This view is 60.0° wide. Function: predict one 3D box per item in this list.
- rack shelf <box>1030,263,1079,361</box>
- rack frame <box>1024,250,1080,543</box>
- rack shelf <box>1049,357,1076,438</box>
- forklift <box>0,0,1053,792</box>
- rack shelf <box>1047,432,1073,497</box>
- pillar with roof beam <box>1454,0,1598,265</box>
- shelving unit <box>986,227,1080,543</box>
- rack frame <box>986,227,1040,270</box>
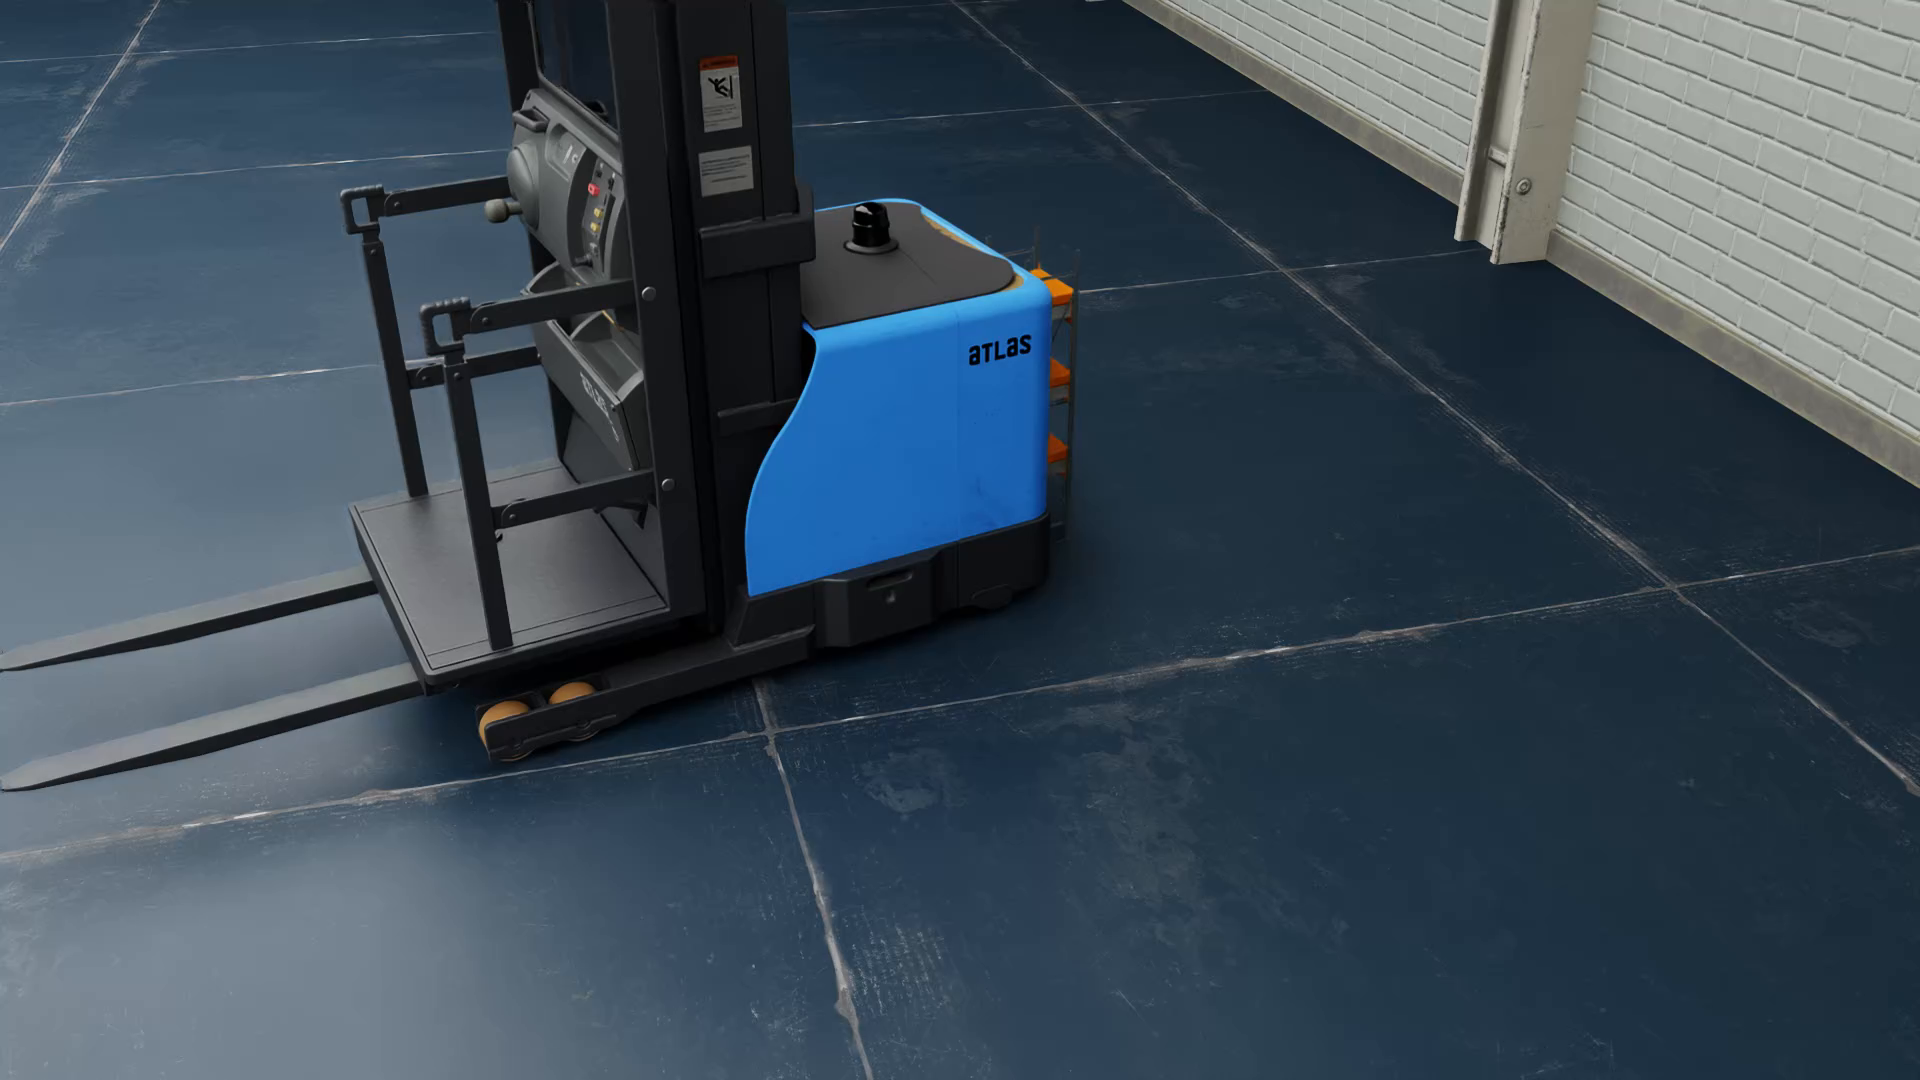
[{"bbox_3d":[0.230,-0.723,5.406,0.215,0.259,0.240,-15,33,-24],"label":"rack shelf"},{"bbox_3d":[0.288,-0.433,5.450,0.200,1.050,0.008,-15,33,-24],"label":"rack frame"},{"bbox_3d":[0.230,-0.478,5.548,0.215,0.259,0.240,-15,33,-24],"label":"rack shelf"},{"bbox_3d":[-1.253,-0.950,4.465,3.031,2.935,1.130,-15,33,-24],"label":"forklift"},{"bbox_3d":[0.230,-0.237,5.687,0.215,0.259,0.240,-15,33,-24],"label":"rack shelf"},{"bbox_3d":[-1.461,-4.773,5.013,9.100,9.000,0.400,-8,31,-13],"label":"pillar with roof beam"},{"bbox_3d":[0.230,-0.487,5.543,0.215,1.050,0.252,-15,33,-24],"label":"shelving unit"},{"bbox_3d":[0.172,-0.541,5.636,0.200,1.050,0.008,-15,33,-24],"label":"rack frame"}]
